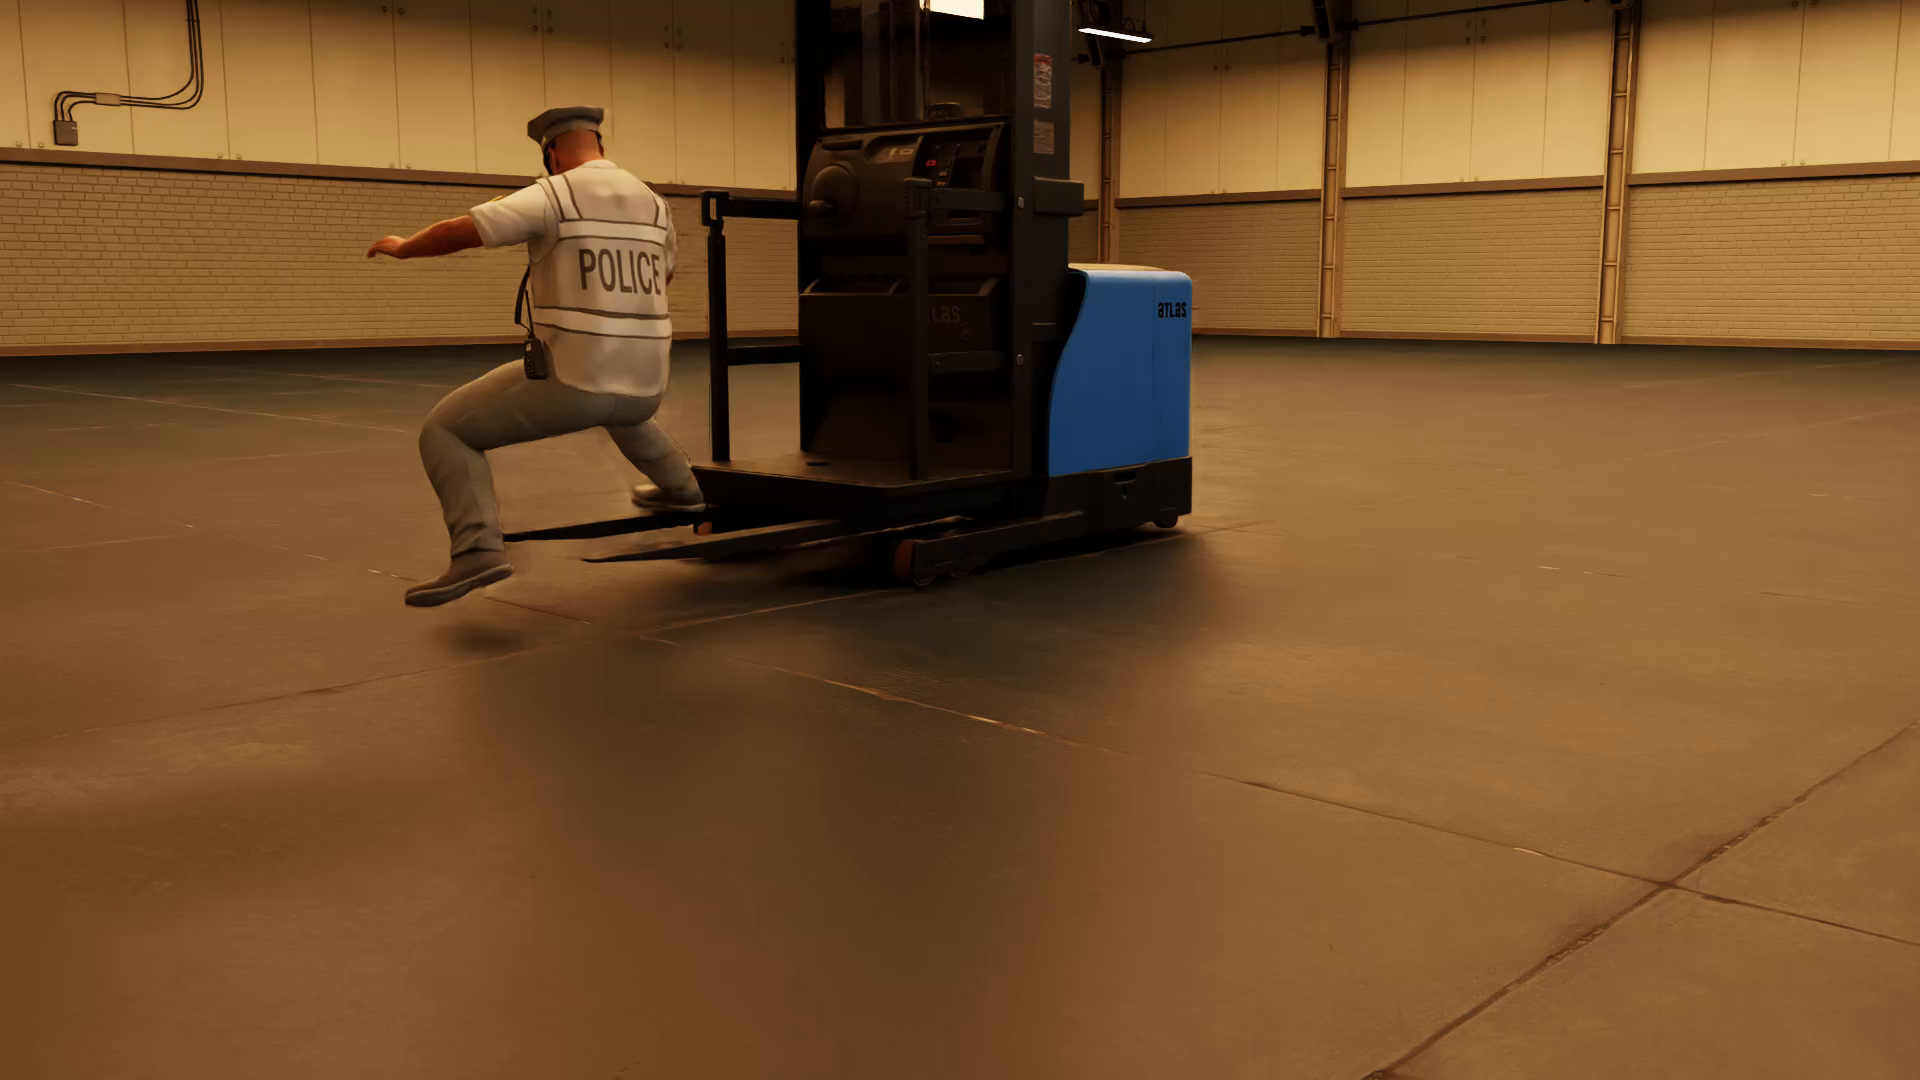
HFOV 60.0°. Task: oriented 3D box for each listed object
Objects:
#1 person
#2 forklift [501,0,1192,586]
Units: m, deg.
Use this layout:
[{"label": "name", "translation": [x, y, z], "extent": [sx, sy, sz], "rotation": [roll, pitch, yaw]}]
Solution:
[{"label": "person", "translation": [-1.275, -0.600, 5.281], "extent": [1.165, 1.511, 0.735], "rotation": [-8, 12, -43]}, {"label": "forklift", "translation": [-0.353, -1.374, 6.000], "extent": [1.130, 2.935, 3.031], "rotation": [7, 11, 39]}]
